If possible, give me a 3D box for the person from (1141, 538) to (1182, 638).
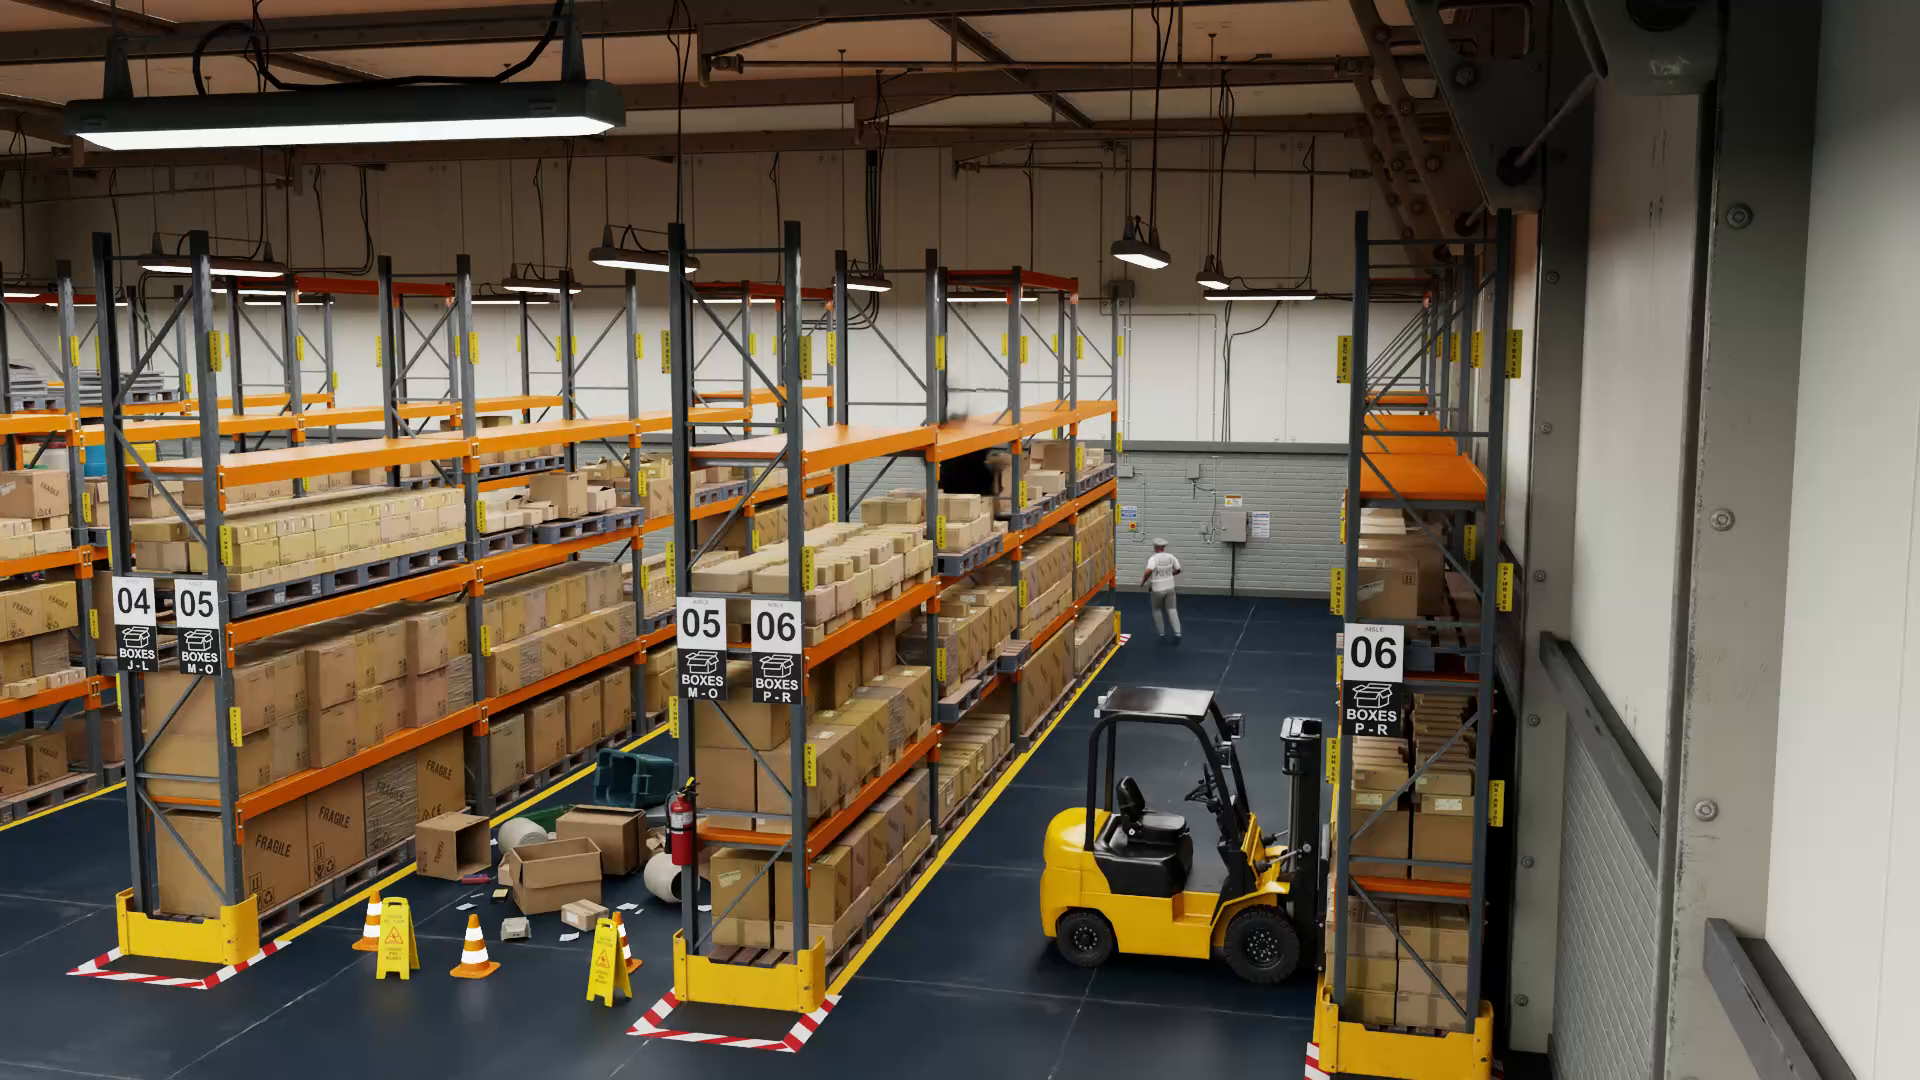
[{"bbox_3d":[3.400,0.851,28.301,0.725,1.796,0.778,-2,7,-15],"label":"person"}]
